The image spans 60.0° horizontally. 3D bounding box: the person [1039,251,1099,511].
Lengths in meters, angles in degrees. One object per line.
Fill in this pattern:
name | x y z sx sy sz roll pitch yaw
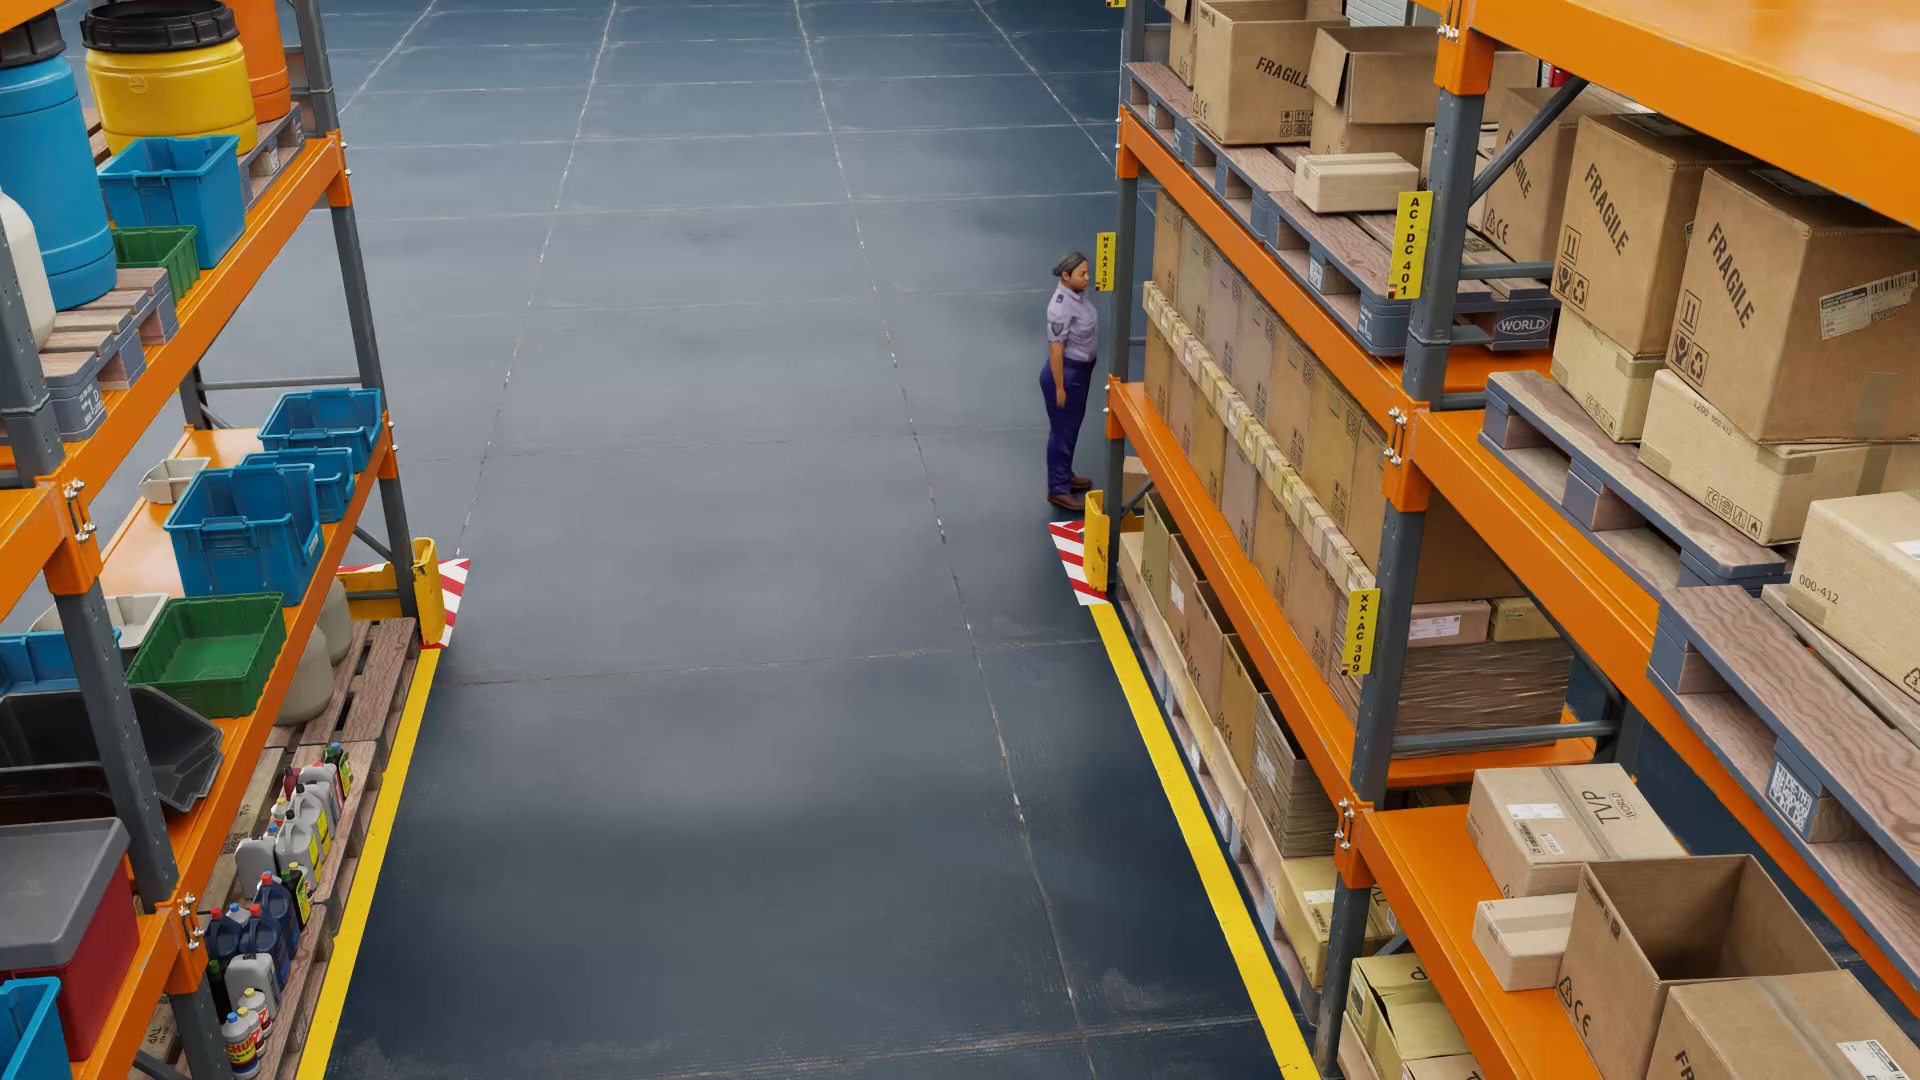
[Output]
person | 0.710 -1.036 10.609 0.368 1.657 0.489 7 28 13
